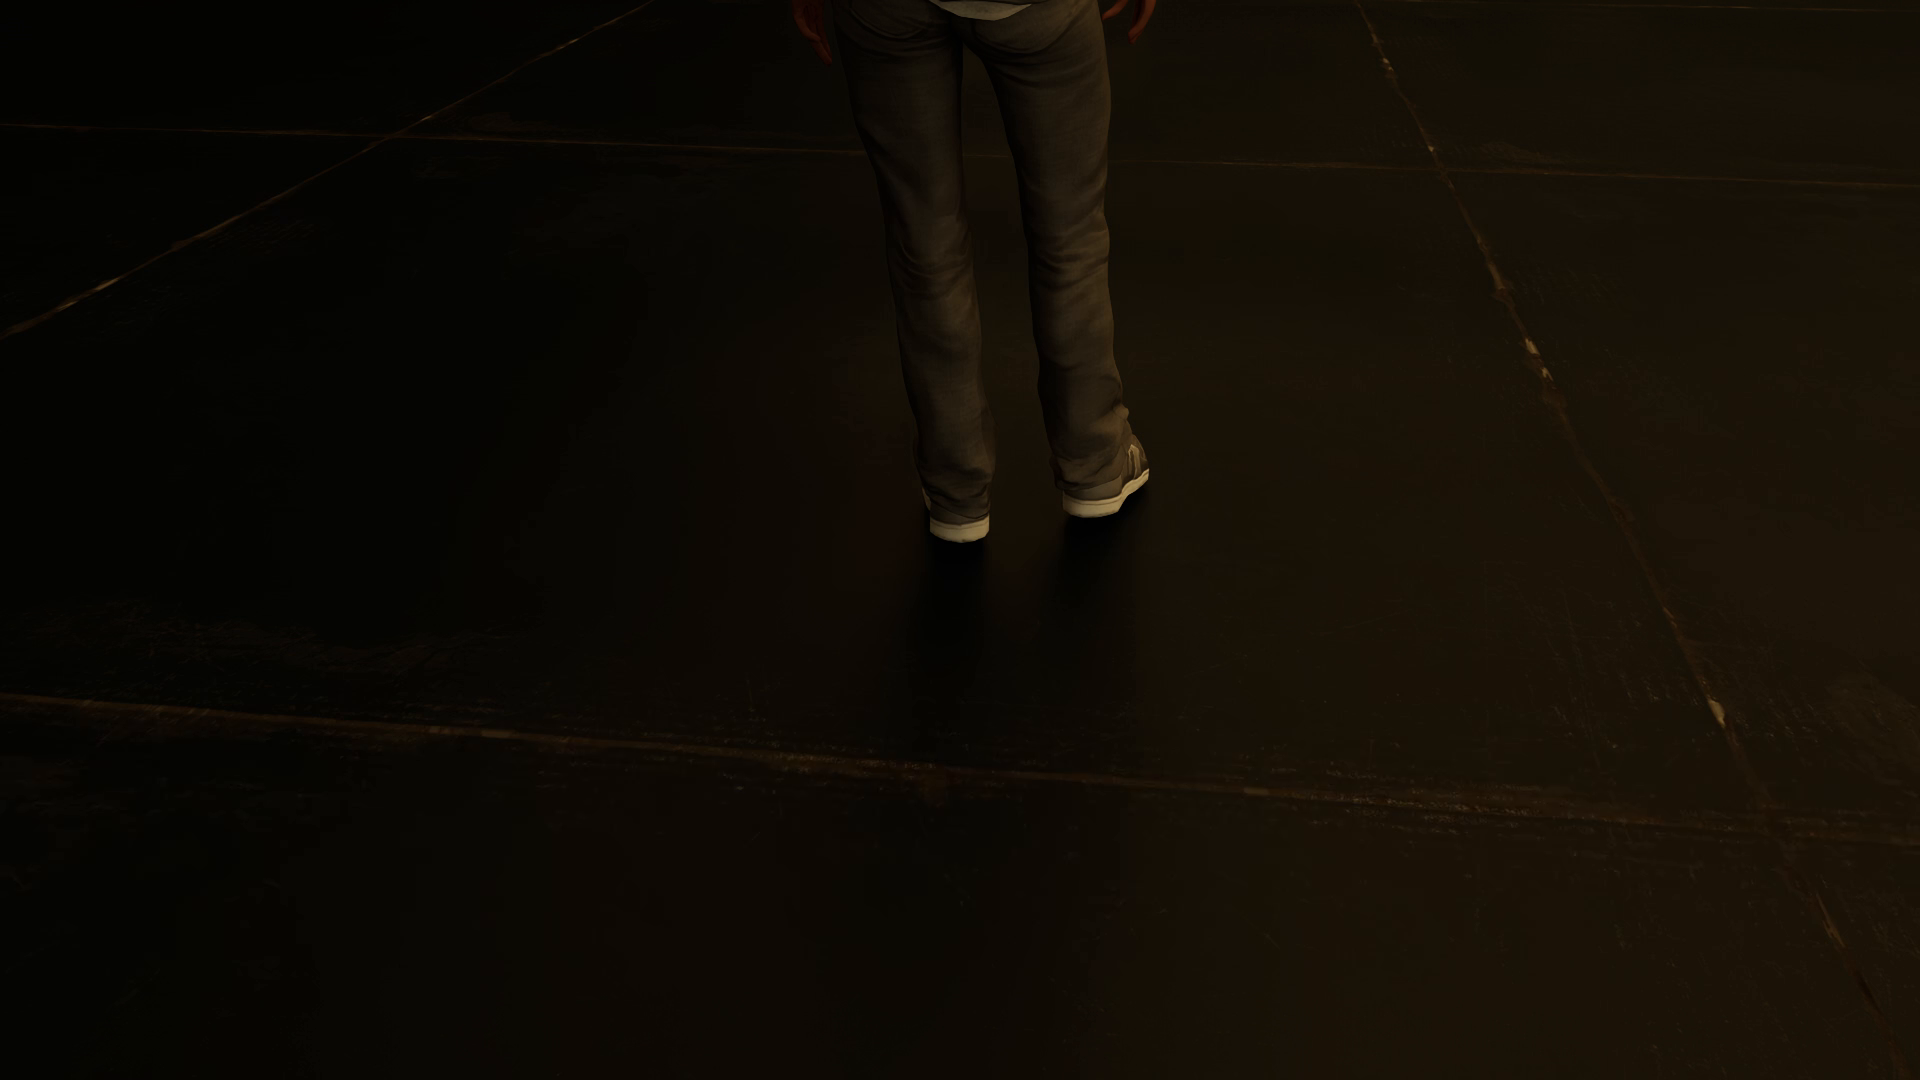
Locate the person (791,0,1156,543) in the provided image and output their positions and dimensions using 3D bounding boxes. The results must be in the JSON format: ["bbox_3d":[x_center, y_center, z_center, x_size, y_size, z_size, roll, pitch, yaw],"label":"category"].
[{"bbox_3d":[0.024,-0.746,2.207,0.520,1.582,0.475,3,27,7],"label":"person"}]
